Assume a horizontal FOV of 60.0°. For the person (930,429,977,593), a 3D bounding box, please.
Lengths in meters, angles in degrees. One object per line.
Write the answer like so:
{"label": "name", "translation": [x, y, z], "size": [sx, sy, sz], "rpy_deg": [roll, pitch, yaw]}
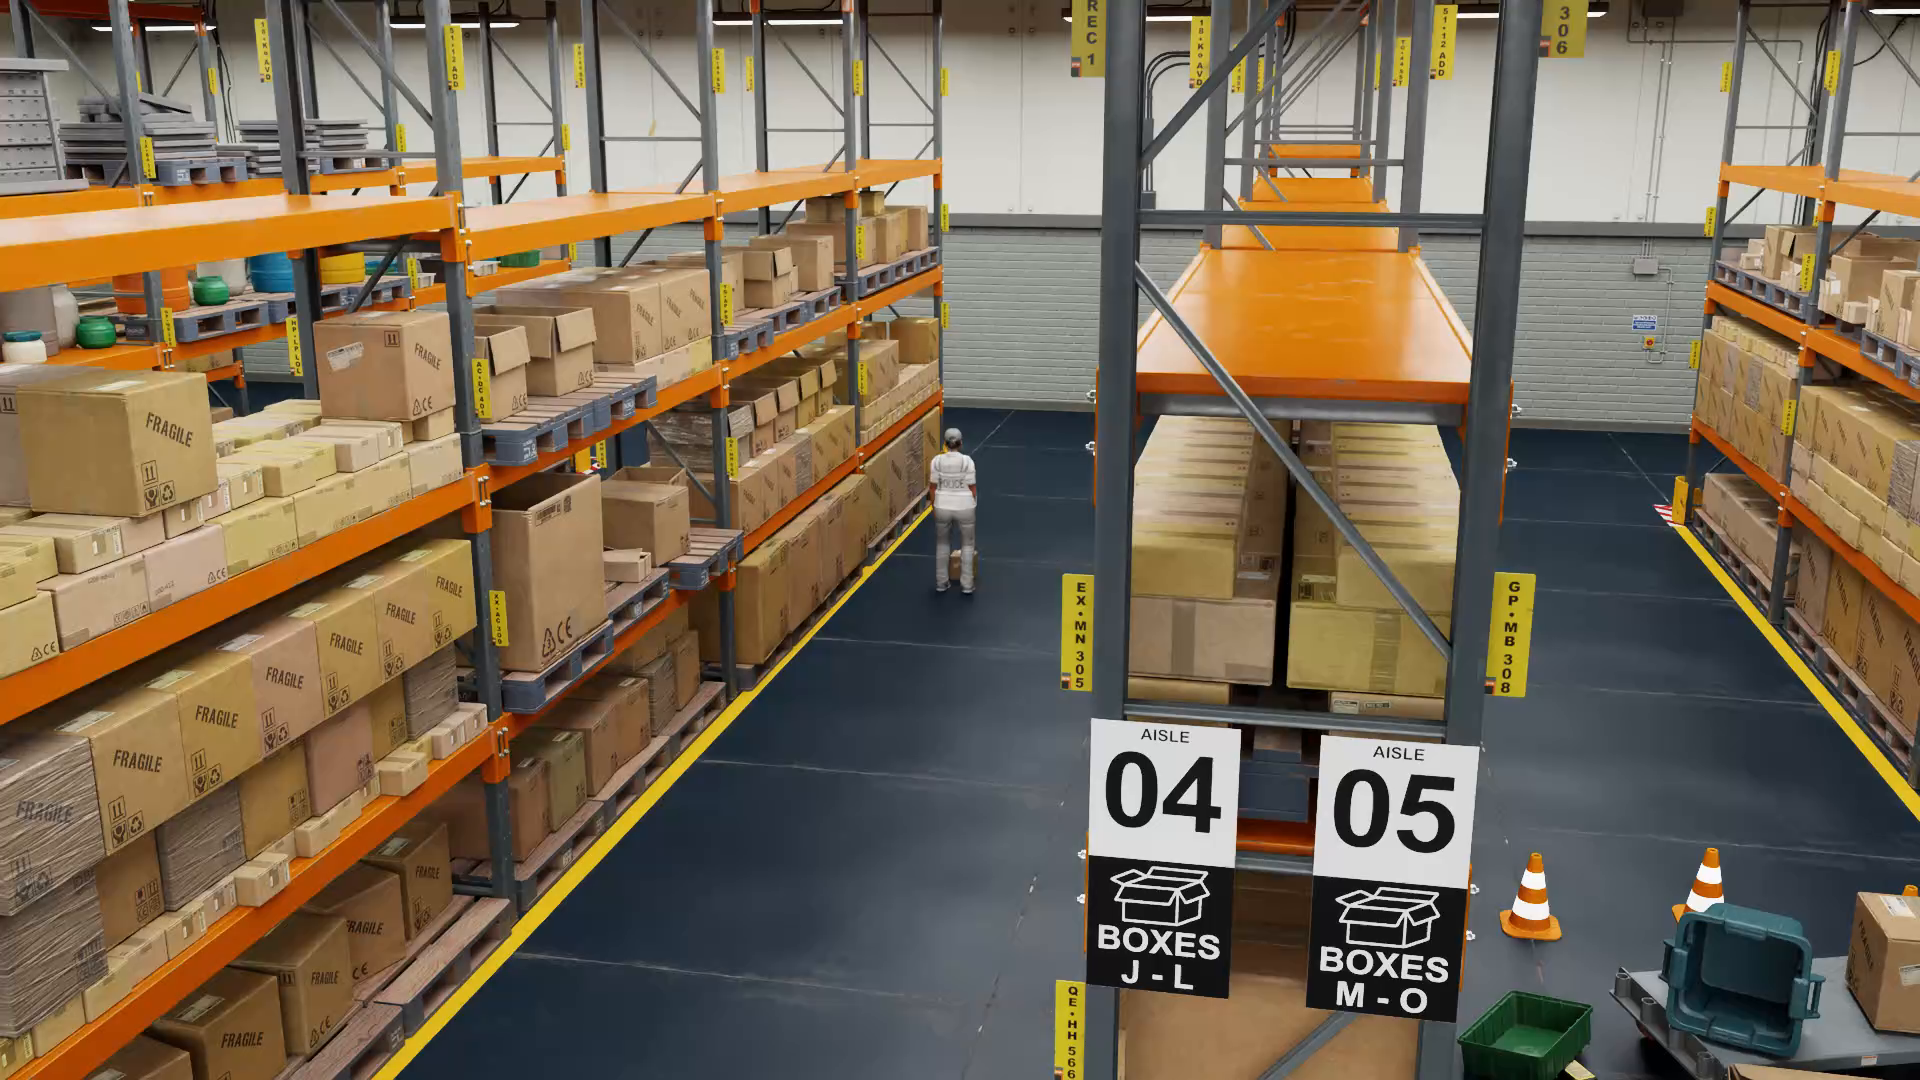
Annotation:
{"label": "person", "translation": [-0.068, -0.292, 16.646], "size": [0.471, 1.660, 0.390], "rpy_deg": [3, 15, 10]}
